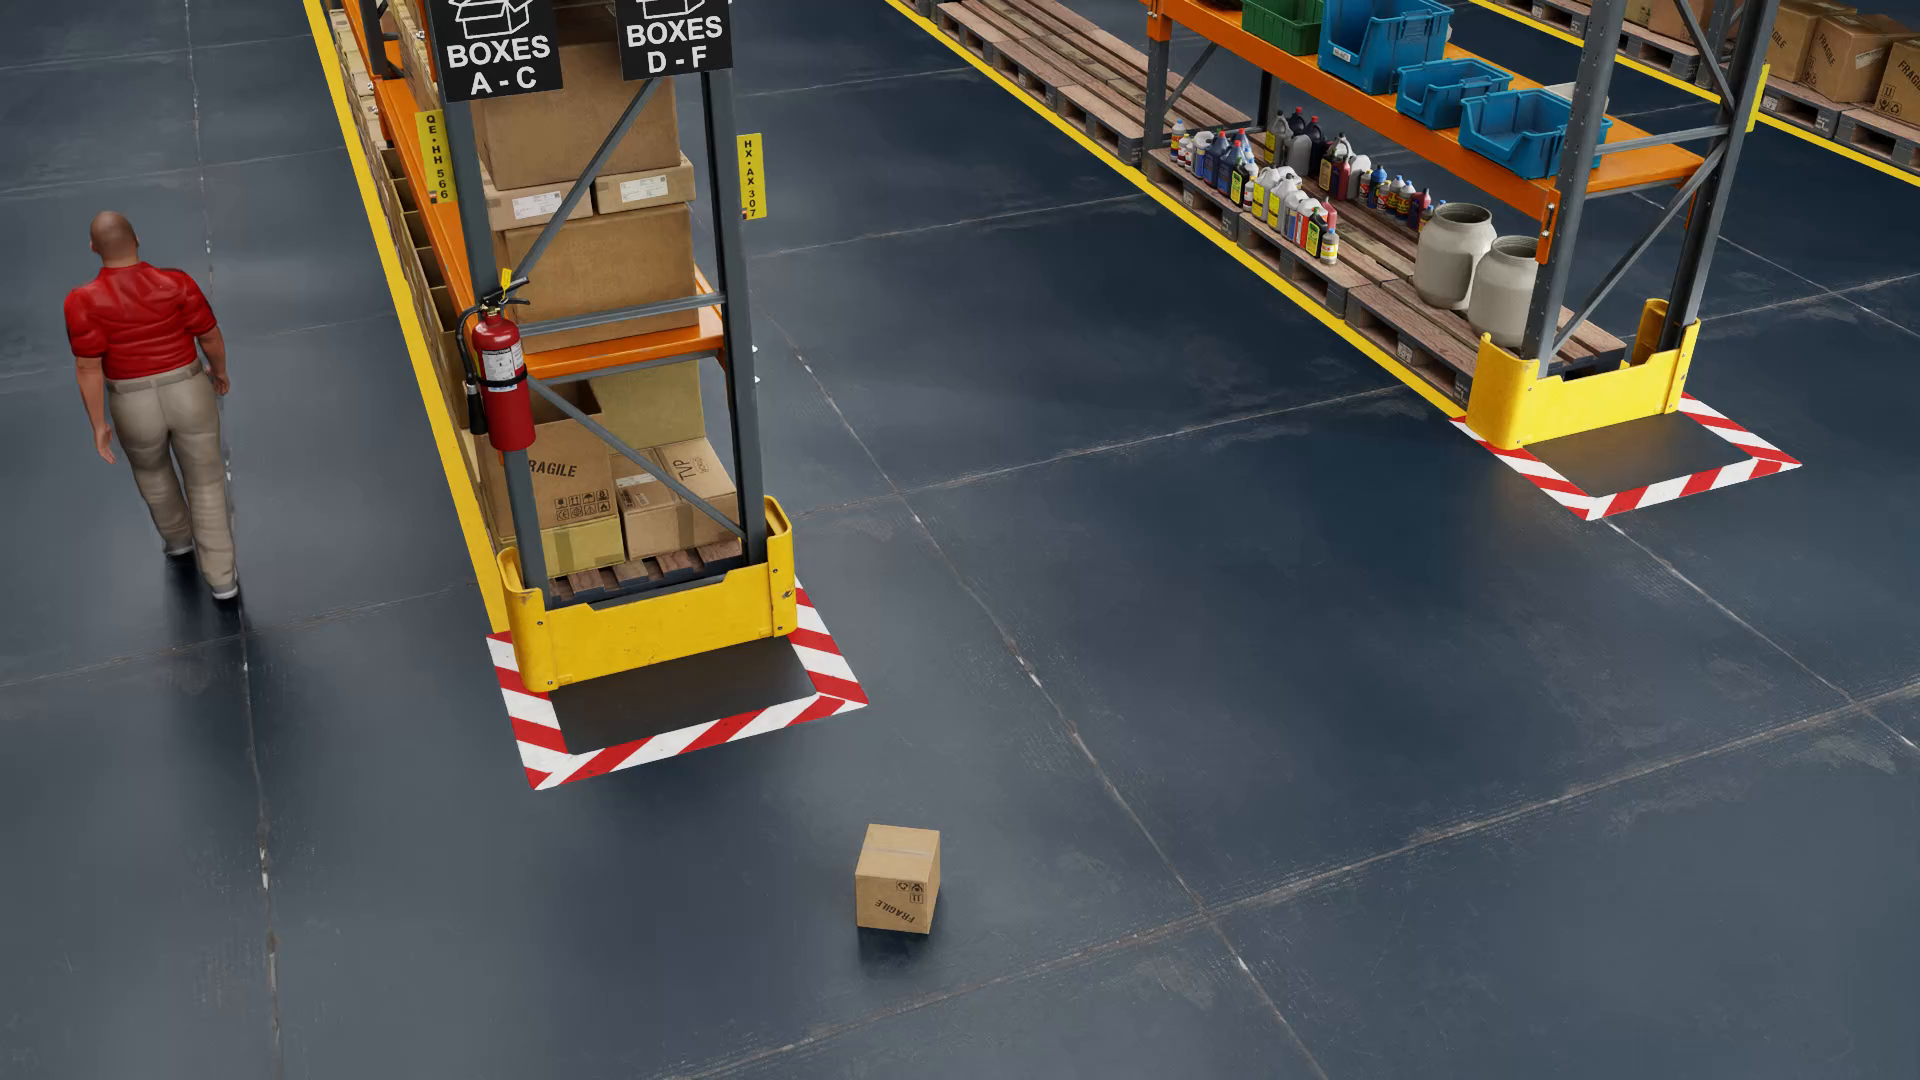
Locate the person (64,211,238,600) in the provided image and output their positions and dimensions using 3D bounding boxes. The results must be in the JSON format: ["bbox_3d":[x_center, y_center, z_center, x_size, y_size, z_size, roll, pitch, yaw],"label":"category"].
[{"bbox_3d":[-3.369,-0.565,7.058,0.573,1.790,0.724,-14,36,-20],"label":"person"}]
